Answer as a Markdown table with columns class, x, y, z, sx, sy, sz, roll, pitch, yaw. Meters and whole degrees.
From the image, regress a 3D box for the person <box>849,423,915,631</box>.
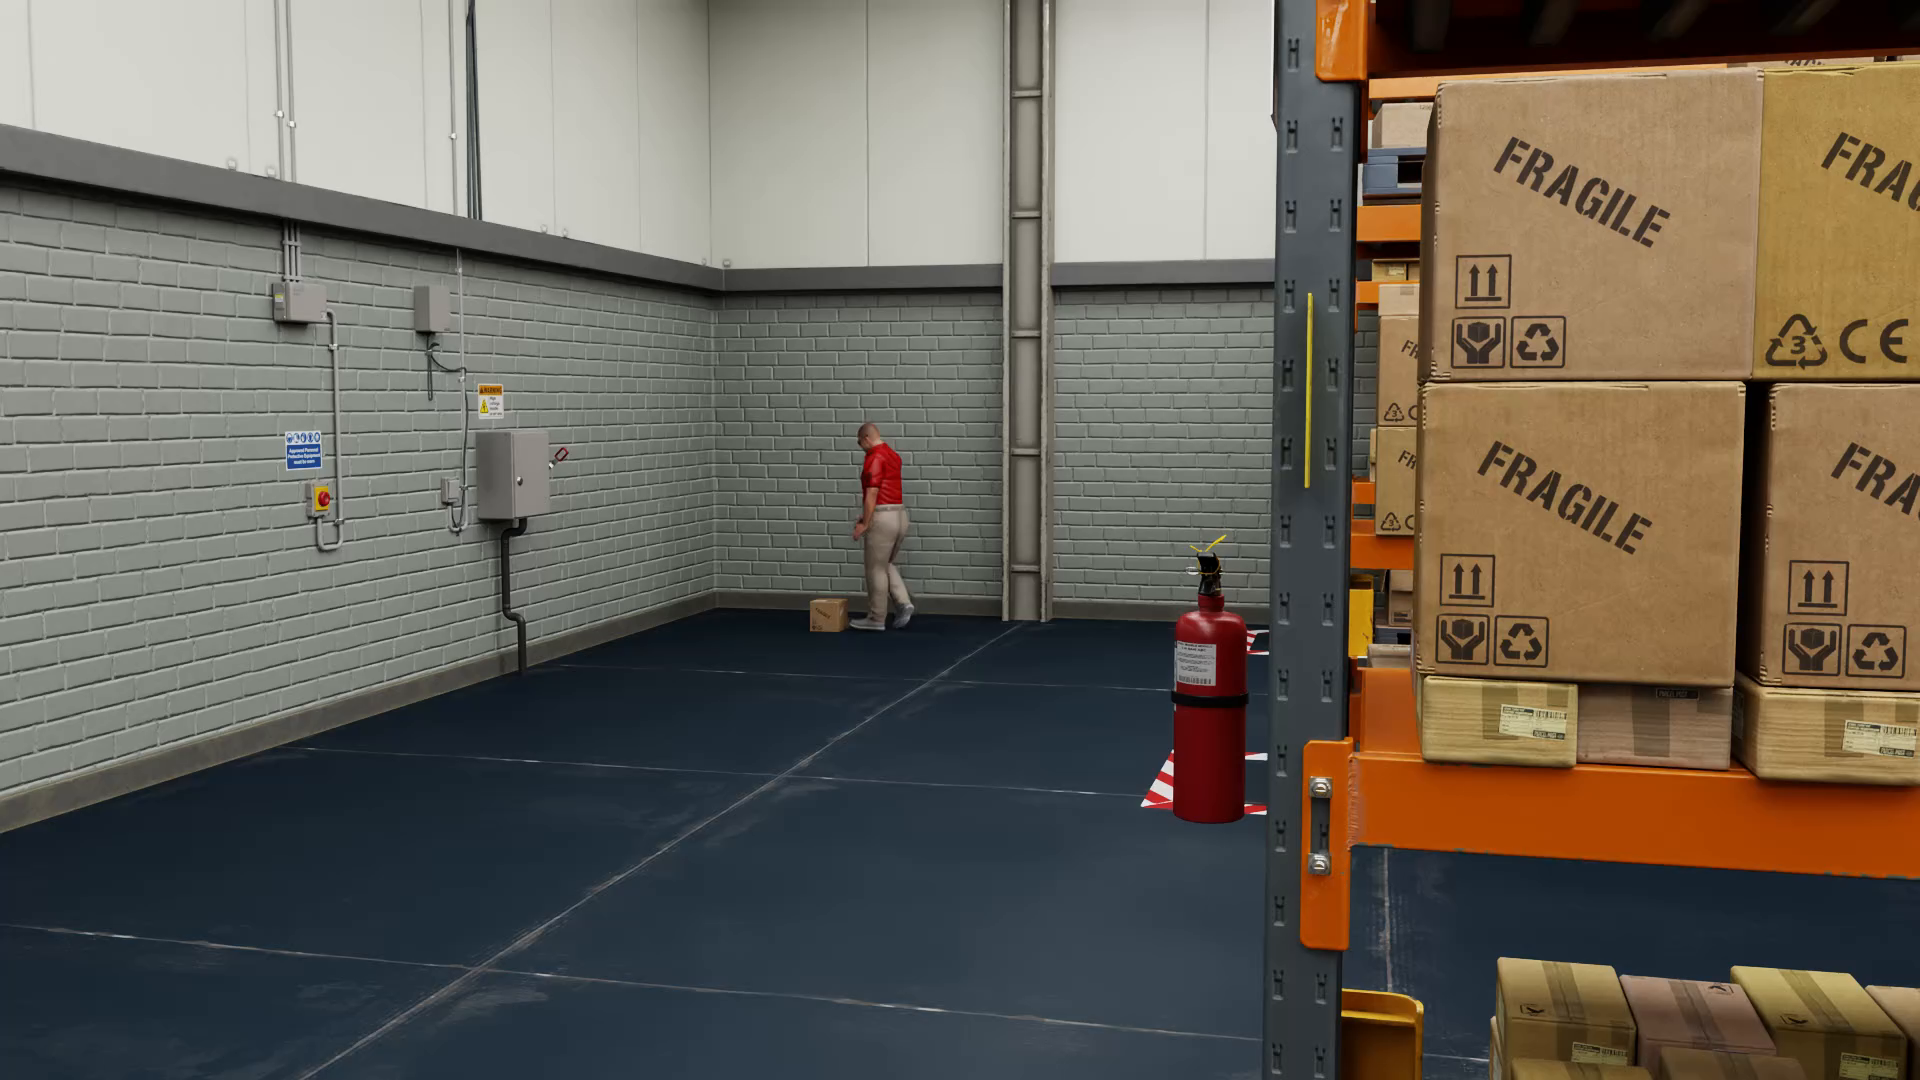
| class | x | y | z | sx | sy | sz | roll | pitch | yaw |
| --- | --- | --- | --- | --- | --- | --- | --- | --- | --- |
| person | -0.690 | -0.100 | 13.821 | 0.565 | 1.742 | 0.551 | 2 | 5 | 25 |
